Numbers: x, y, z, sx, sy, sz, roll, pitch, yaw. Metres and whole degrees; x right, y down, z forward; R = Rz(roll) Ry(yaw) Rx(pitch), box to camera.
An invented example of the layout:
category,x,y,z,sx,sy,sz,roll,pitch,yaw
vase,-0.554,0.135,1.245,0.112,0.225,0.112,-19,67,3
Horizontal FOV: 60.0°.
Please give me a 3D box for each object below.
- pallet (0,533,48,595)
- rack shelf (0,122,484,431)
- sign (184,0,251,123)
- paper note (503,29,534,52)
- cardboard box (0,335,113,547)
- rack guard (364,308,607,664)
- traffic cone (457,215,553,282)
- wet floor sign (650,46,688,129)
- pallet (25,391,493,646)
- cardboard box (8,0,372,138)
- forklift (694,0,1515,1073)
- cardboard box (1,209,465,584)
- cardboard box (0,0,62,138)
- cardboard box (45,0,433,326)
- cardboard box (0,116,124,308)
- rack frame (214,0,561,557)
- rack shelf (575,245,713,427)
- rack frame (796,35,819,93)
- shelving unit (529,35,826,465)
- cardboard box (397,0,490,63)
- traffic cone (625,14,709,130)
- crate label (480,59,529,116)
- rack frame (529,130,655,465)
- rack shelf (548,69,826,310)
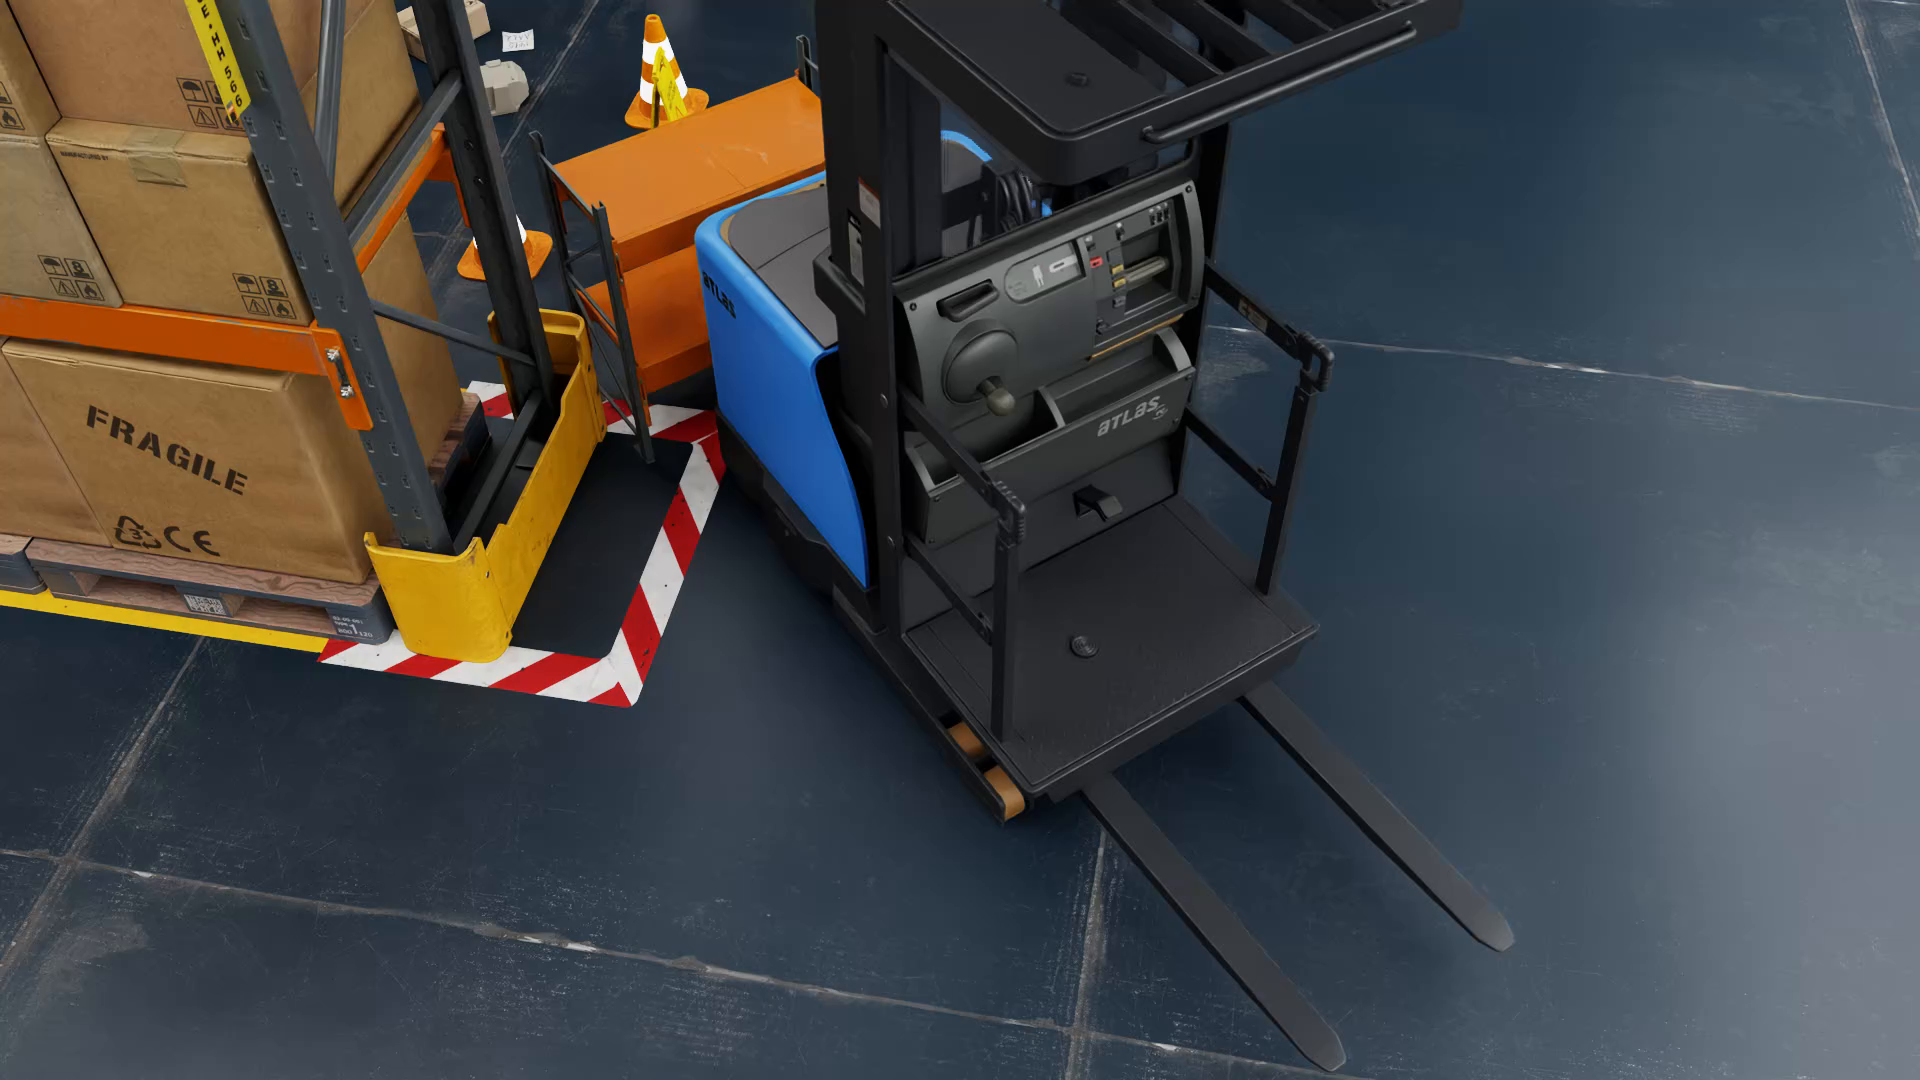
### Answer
category,x,y,z,sx,sy,sz,roll,pitch,yaw
pallet,-3.582,-0.328,5.903,1.213,0.211,1.003,8,49,7
rack shelf,-3.552,-1.073,5.181,4.000,0.370,1.077,8,49,7
sign,-1.694,-1.119,3.801,0.005,0.325,0.100,8,49,7
paper note,-2.087,-2.361,7.851,0.142,0.019,0.148,-7,48,-7
cardboard box,-3.129,-0.635,5.450,0.875,0.875,0.875,7,48,6
rack guard,-1.560,-0.210,5.602,0.348,0.500,1.175,8,49,7
traffic cone,-1.854,-1.310,6.616,0.334,0.463,0.336,8,49,7
wet floor sign,-1.203,-1.707,6.850,0.232,0.644,0.267,0,48,0
pallet,-2.385,-0.165,5.756,1.213,0.211,1.003,8,49,7
cardboard box,-1.942,-1.537,4.288,0.550,0.550,0.875,8,49,7
forklift,0.382,-0.549,4.273,1.130,2.935,3.031,-26,53,-22
cardboard box,-2.263,-0.520,5.347,0.875,0.875,0.875,8,49,7
cardboard box,-2.500,-1.542,4.292,0.550,0.550,0.875,8,49,7
cardboard box,-1.957,-1.115,4.634,0.550,0.550,0.875,8,49,7
cardboard box,-2.502,-1.171,4.685,0.550,0.550,0.875,8,49,7
rack frame,-1.584,-1.048,4.676,0.127,3.000,1.000,8,49,7
rack shelf,-0.838,-0.859,6.094,1.000,0.278,0.538,-27,54,-22
rack frame,-0.420,-1.238,6.106,0.032,1.125,0.500,-27,54,-22
shelving unit,-0.838,-1.022,5.912,1.048,1.125,0.538,-27,54,-22
cardboard box,-2.451,-2.427,7.831,0.250,0.149,0.380,32,56,26
traffic cone,-1.318,-2.092,7.319,0.334,0.463,0.336,8,49,7
crate label,-2.103,-2.042,7.493,0.298,0.136,0.250,-15,50,-13
rack frame,-1.256,-0.807,5.719,0.032,1.125,0.500,-27,54,-22
rack shelf,-0.838,-1.218,5.694,1.000,0.278,0.538,-27,54,-22
